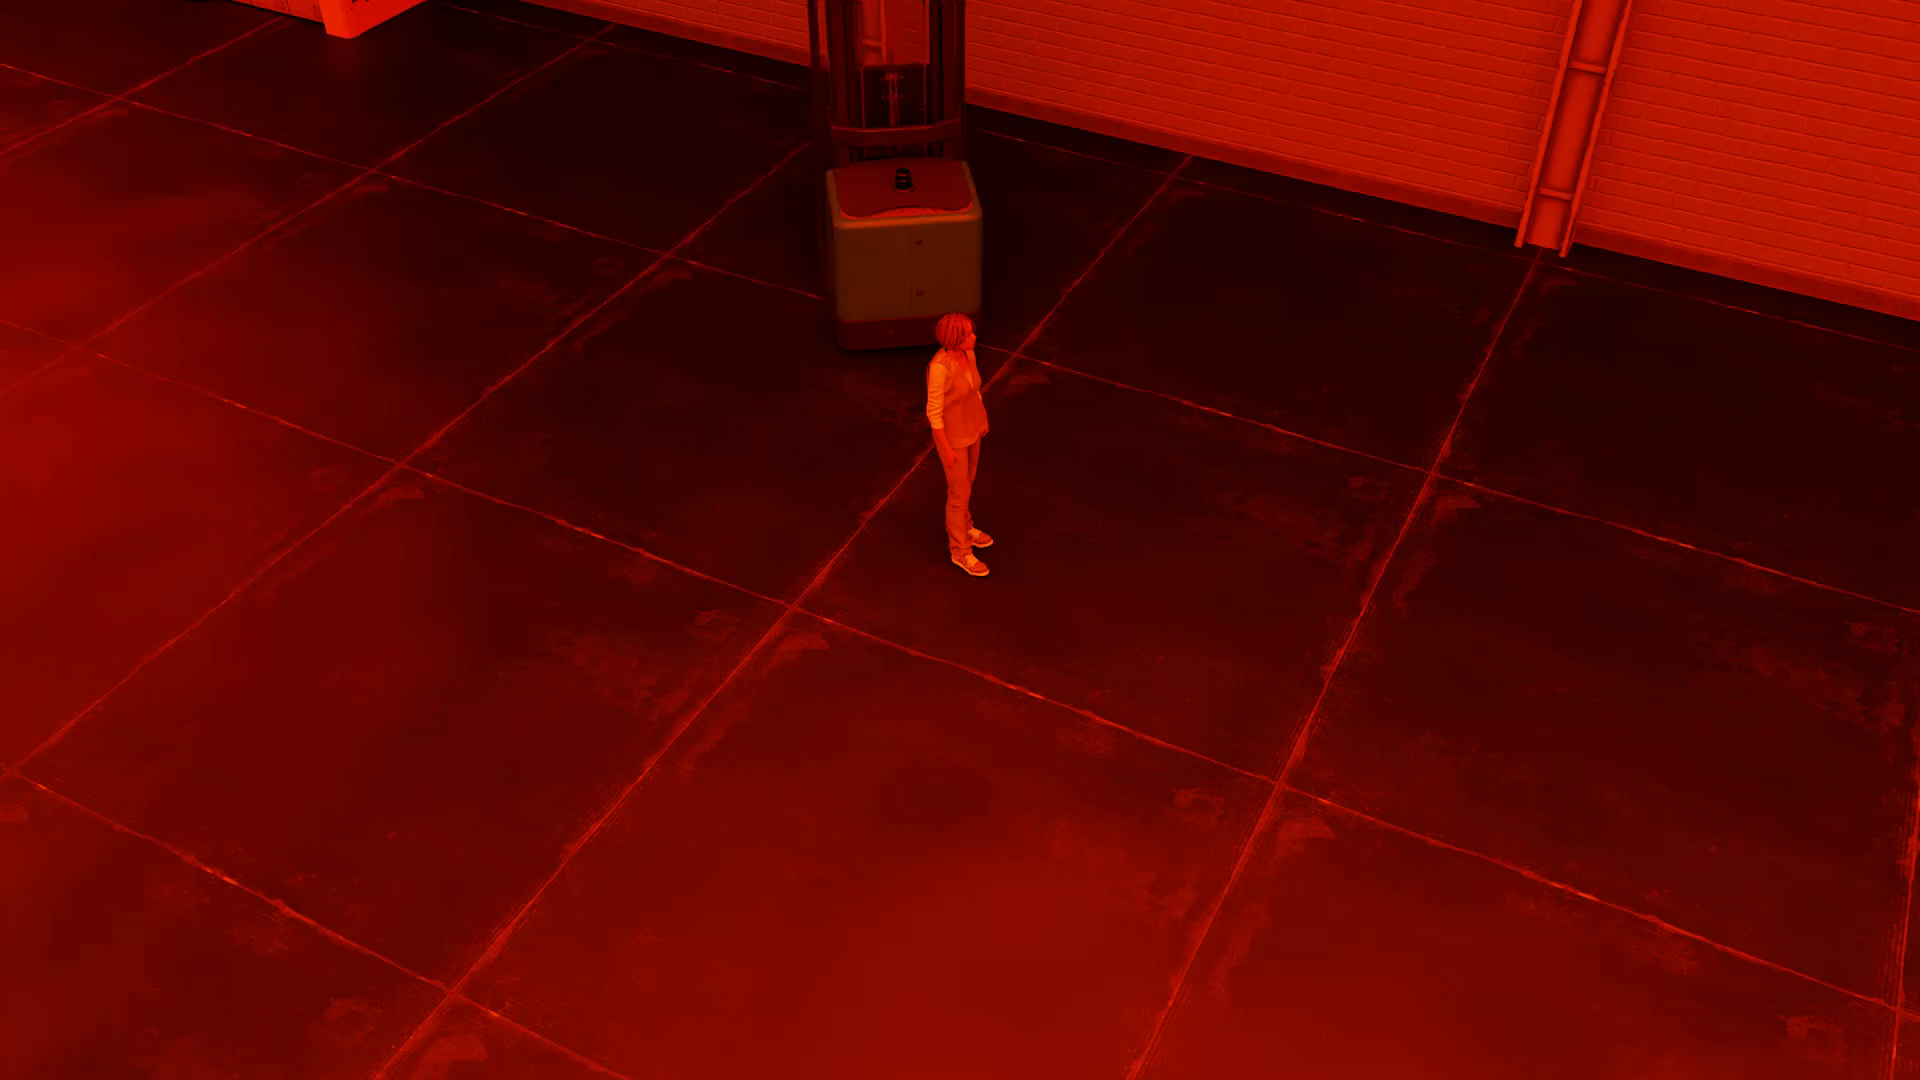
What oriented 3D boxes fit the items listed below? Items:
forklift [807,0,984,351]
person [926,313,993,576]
[{"bbox_3d":[-0.542,-3.407,12.031,1.130,2.935,3.031,-5,40,-6],"label":"forklift"},{"bbox_3d":[0.059,-0.581,9.712,0.475,1.582,0.521,18,43,21],"label":"person"}]
